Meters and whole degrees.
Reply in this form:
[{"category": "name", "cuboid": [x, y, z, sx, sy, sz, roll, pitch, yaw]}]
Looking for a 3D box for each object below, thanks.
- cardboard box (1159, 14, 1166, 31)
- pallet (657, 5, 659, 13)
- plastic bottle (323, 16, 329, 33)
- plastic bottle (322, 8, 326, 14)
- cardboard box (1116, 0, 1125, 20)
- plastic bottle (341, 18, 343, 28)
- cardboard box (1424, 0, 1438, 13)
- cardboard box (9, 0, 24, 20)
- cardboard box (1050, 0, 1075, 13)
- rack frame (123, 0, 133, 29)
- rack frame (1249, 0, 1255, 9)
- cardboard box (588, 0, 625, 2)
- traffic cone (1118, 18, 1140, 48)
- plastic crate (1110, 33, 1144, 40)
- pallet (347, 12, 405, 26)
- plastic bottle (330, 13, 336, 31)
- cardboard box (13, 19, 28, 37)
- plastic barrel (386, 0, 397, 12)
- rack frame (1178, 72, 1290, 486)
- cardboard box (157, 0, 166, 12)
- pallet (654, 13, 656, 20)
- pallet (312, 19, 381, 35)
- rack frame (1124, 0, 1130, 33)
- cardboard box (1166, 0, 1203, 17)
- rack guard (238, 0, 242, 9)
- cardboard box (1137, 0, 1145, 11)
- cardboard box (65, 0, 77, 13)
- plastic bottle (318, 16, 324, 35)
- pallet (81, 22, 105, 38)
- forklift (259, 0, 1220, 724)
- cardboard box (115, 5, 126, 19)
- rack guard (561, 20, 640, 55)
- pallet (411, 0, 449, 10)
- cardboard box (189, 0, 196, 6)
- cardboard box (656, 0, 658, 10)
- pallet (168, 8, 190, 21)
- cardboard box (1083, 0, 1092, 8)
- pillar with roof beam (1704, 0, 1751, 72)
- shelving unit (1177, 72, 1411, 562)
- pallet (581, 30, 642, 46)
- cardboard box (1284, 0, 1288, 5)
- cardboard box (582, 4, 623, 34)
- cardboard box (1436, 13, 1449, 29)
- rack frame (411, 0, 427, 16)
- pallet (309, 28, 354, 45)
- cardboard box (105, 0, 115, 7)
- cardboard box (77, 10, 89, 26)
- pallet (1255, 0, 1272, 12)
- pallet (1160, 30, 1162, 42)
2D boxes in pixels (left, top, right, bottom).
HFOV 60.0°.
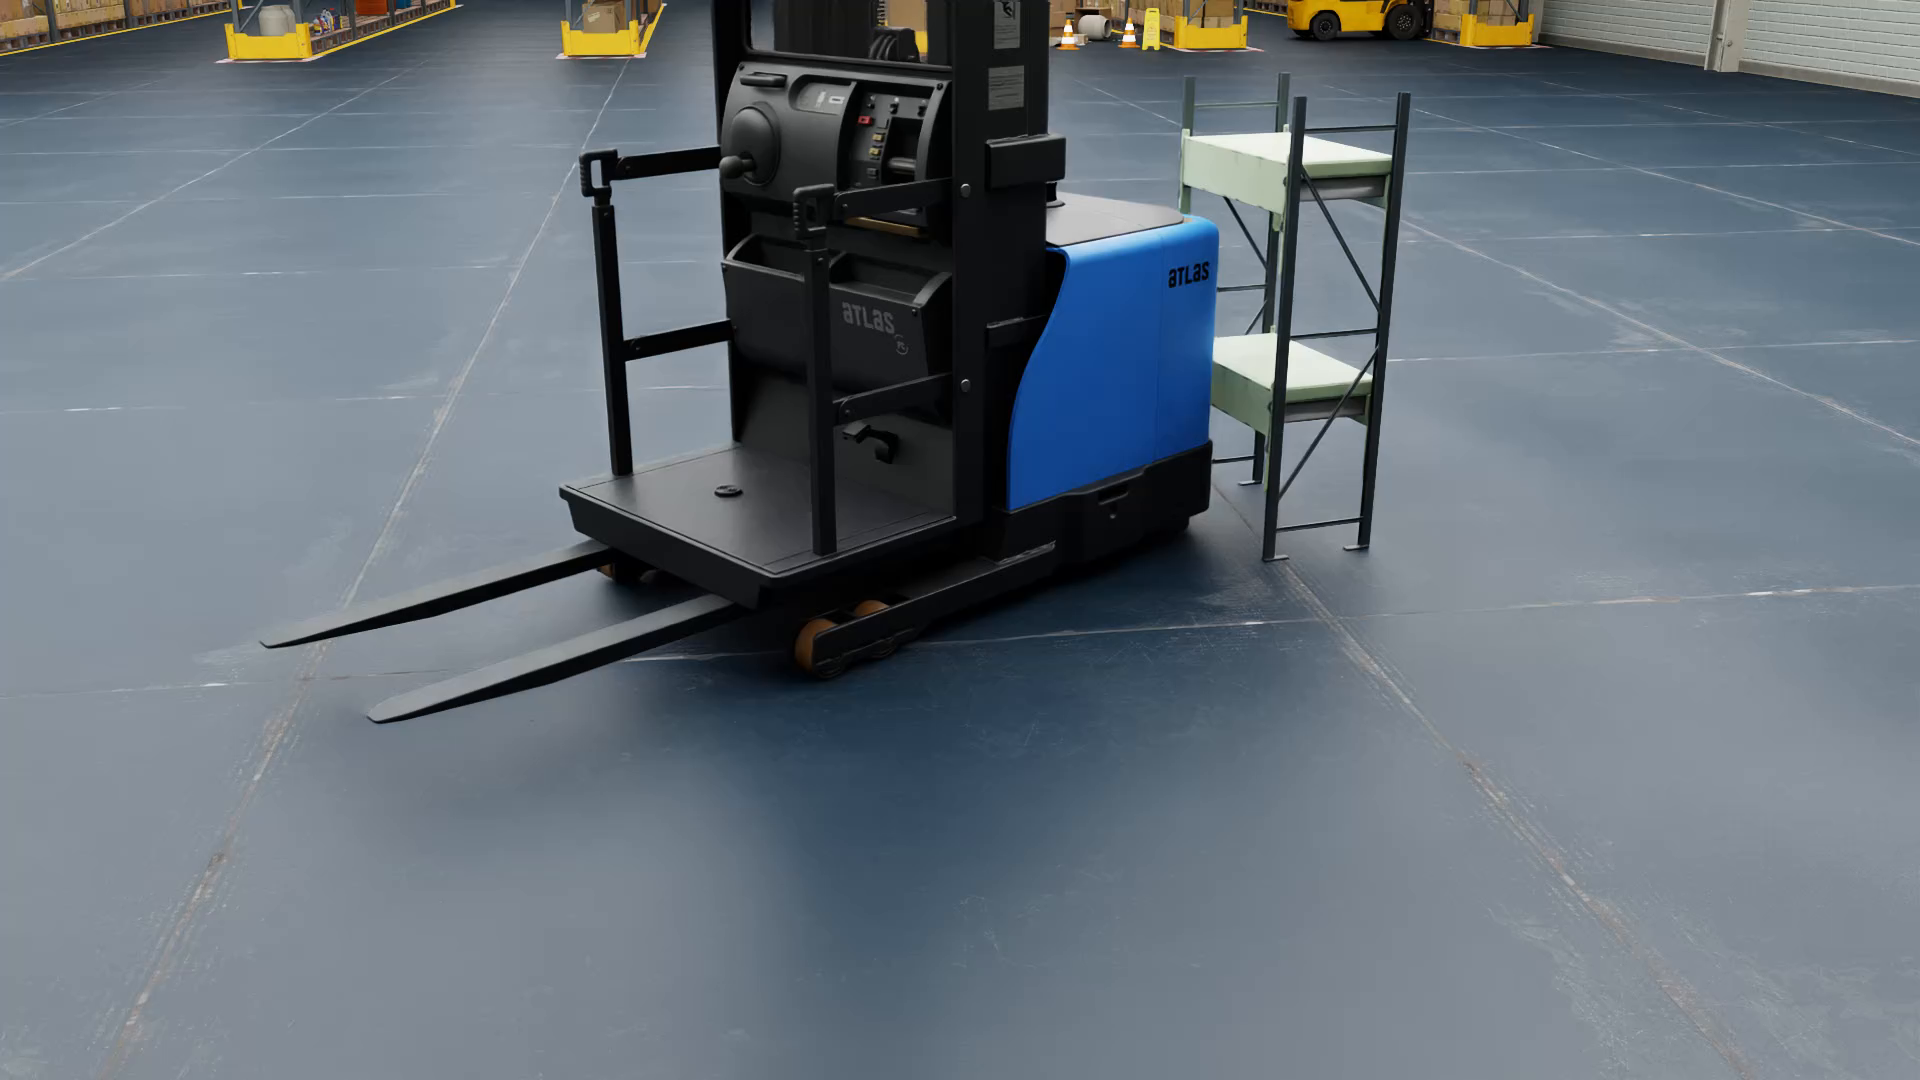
[{"category": "cardboard box", "cuboid": [3.712, -8.913, 28.623, 0.500, 0.250, 0.500, -3, 21, -8]}, {"category": "pallet", "cuboid": [-7.406, -12.174, 38.010, 1.003, 0.211, 1.213, -3, 21, -8]}, {"category": "plastic bottle", "cuboid": [-10.592, -8.604, 27.735, 0.097, 0.271, 0.097, 0, 20, 0]}, {"category": "plastic bottle", "cuboid": [-10.887, -8.943, 28.531, 0.144, 0.351, 0.185, -3, 21, -8]}, {"category": "cardboard box", "cuboid": [3.507, -10.091, 31.601, 0.950, 0.372, 0.625, -3, 21, -7]}, {"category": "plastic bottle", "cuboid": [-10.762, -8.979, 28.840, 0.097, 0.201, 0.097, 0, 20, 0]}, {"category": "cardboard box", "cuboid": [8.537, -9.457, 29.366, 0.500, 0.250, 0.500, -3, 21, -9]}, {"category": "cardboard box", "cuboid": [-15.605, -8.709, 27.004, 0.500, 0.500, 0.500, -3, 21, -8]}, {"category": "cardboard box", "cuboid": [1.828, -10.027, 30.766, 0.500, 0.500, 0.500, -3, 21, -8]}, {"category": "rack frame", "cuboid": [-16.601, -11.330, 31.764, 1.000, 3.000, 0.127, -3, 21, -8]}, {"category": "rack frame", "cuboid": [7.344, -13.965, 38.819, 1.000, 3.000, 0.127, -3, 21, -8]}, {"category": "cardboard box", "cuboid": [-6.113, -9.131, 28.848, 0.500, 0.500, 0.500, 4, 21, 9]}, {"category": "traffic cone", "cuboid": [2.824, -8.454, 27.689, 0.336, 0.463, 0.334, -3, 21, -8]}, {"category": "plastic crate", "cuboid": [3.000, -8.991, 29.674, 0.402, 0.080, 0.583, -11, 23, -26]}, {"category": "pallet", "cuboid": [-11.854, -10.543, 33.643, 1.003, 0.211, 1.213, -3, 21, -8]}, {"category": "plastic bottle", "cuboid": [-10.652, -8.798, 28.239, 0.061, 0.283, 0.133, -2, 21, -4]}, {"category": "cardboard box", "cuboid": [-15.592, -8.358, 27.137, 0.500, 0.250, 0.500, -3, 21, -8]}, {"category": "plastic barrel", "cuboid": [-11.949, -11.205, 34.276, 0.600, 0.588, 0.708, -3, 21, -8]}, {"category": "rack frame", "cuboid": [0.954, -0.898, 5.976, 0.400, 1.500, 0.023, -7, 22, -18]}, {"category": "cardboard box", "cuboid": [-16.613, -11.073, 34.019, 0.500, 0.500, 0.500, -4, 21, -10]}, {"category": "pallet", "cuboid": [-7.009, -11.220, 35.456, 1.003, 0.211, 1.213, -3, 21, -8]}, {"category": "pallet", "cuboid": [-11.453, -9.581, 31.066, 1.003, 0.211, 1.213, -3, 21, -8]}, {"category": "rack frame", "cuboid": [3.585, -10.943, 30.729, 1.000, 3.000, 0.127, -3, 21, -8]}, {"category": "cardboard box", "cuboid": [3.789, -9.083, 28.005, 0.500, 0.500, 0.500, -3, 21, -7]}, {"category": "rack guard", "cuboid": [-17.743, -12.903, 39.547, 1.175, 0.500, 0.348, -3, 21, -8]}, {"category": "cardboard box", "cuboid": [3.492, -9.801, 29.927, 0.500, 0.500, 0.500, -2, 21, -6]}, {"category": "cardboard box", "cuboid": [-15.904, -9.446, 29.247, 0.500, 0.311, 0.500, -3, 21, -8]}, {"category": "plastic bottle", "cuboid": [-10.513, -8.465, 27.347, 0.061, 0.283, 0.133, -3, 21, -7]}, {"category": "pallet", "cuboid": [-16.348, -9.315, 30.355, 1.003, 0.211, 1.213, -3, 21, -8]}, {"category": "forklift", "cuboid": [-0.531, -1.187, 4.706, 3.031, 2.935, 1.130, -19, 28, -41]}, {"category": "cardboard box", "cuboid": [-16.284, -10.069, 31.717, 0.500, 0.250, 0.500, -2, 21, -6]}, {"category": "rack guard", "cuboid": [-5.655, -7.914, 26.190, 1.175, 0.500, 0.348, -3, 21, -8]}, {"category": "pallet", "cuboid": [-12.772, -12.755, 39.564, 1.003, 0.211, 1.213, -3, 21, -8]}, {"category": "cardboard box", "cuboid": [-17.024, -11.818, 36.284, 0.500, 0.311, 0.500, -3, 21, -8]}, {"category": "cardboard box", "cuboid": [-6.997, -11.579, 34.867, 1.225, 0.875, 0.875, -3, 21, -8]}, {"category": "pallet", "cuboid": [-17.023, -11.129, 35.211, 1.003, 0.211, 1.213, -3, 21, -8]}, {"category": "cardboard box", "cuboid": [3.080, -11.098, 34.298, 0.950, 0.372, 0.625, -4, 21, -11]}, {"category": "pillar with roof beam", "cuboid": [6.470, -10.612, 21.269, 9.100, 9.000, 0.400, -3, 21, -8]}, {"category": "shelving unit", "cuboid": [1.075, -0.777, 5.653, 0.431, 1.500, 0.755, -7, 22, -18]}, {"category": "pallet", "cuboid": [-5.910, -8.483, 28.127, 1.003, 0.211, 1.213, -3, 21, -8]}, {"category": "cardboard box", "cuboid": [7.507, -12.096, 36.788, 0.500, 0.500, 0.500, -2, 21, -5]}, {"category": "cardboard box", "cuboid": [-5.718, -8.301, 26.628, 0.500, 0.500, 0.500, 1, 20, 2]}, {"category": "cardboard box", "cuboid": [8.631, -9.038, 28.957, 0.500, 0.250, 0.500, -3, 21, -8]}, {"category": "rack frame", "cuboid": [-12.275, -12.964, 36.138, 1.000, 3.000, 0.127, -3, 21, -8]}, {"category": "pallet", "cuboid": [-11.067, -8.653, 28.581, 1.003, 0.211, 1.213, -3, 21, -8]}, {"category": "cardboard box", "cuboid": [-16.200, -10.153, 31.141, 0.500, 0.311, 0.500, -3, 21, -9]}, {"category": "cardboard box", "cuboid": [-15.987, -9.362, 29.825, 0.500, 0.250, 0.500, -4, 21, -9]}, {"category": "pallet", "cuboid": [7.498, -12.379, 38.558, 1.003, 0.211, 1.213, -3, 21, -8]}, {"category": "pallet", "cuboid": [3.896, -8.983, 29.466, 1.003, 0.211, 1.213, -3, 21, -8]}]
